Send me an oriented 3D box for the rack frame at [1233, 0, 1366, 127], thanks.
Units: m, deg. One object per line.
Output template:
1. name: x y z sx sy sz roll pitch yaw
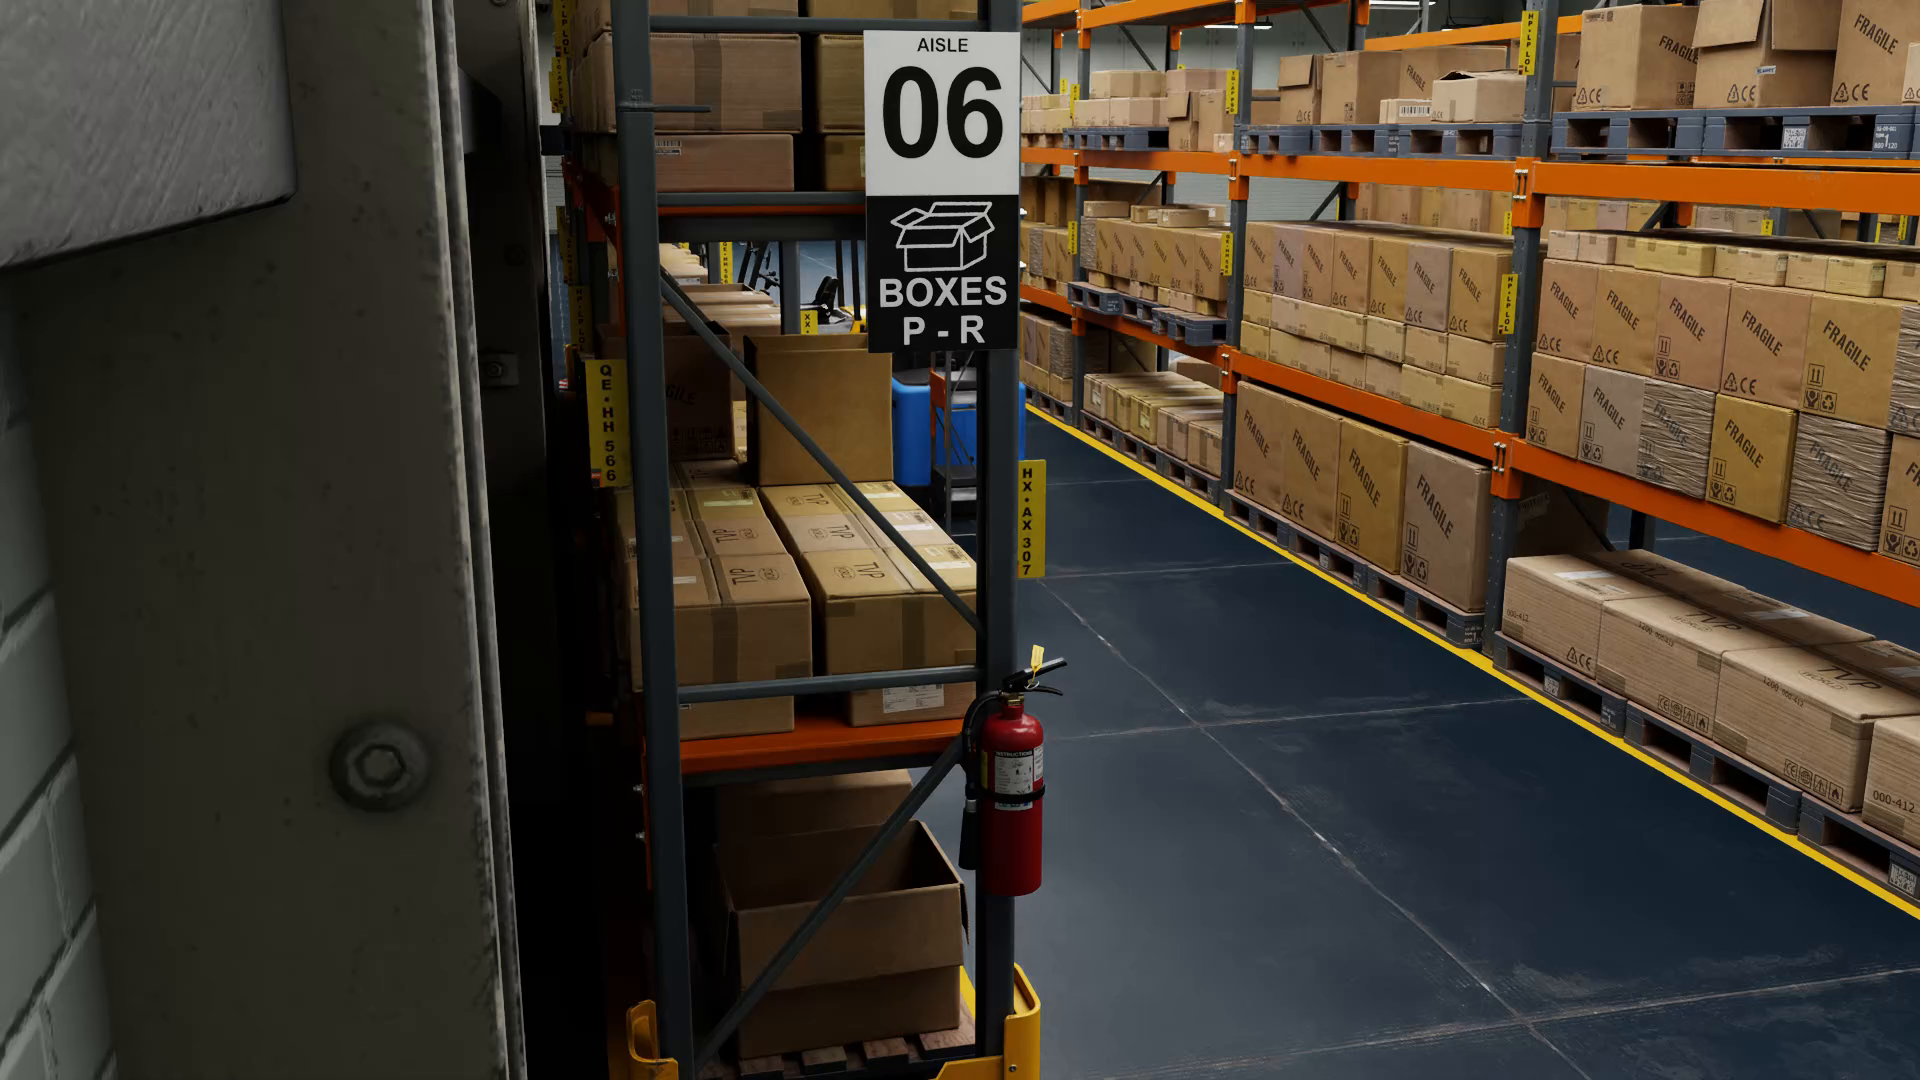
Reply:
1. rack frame: 2.601 -4.642 12.466 1.000 3.000 0.127 -3 14 -13

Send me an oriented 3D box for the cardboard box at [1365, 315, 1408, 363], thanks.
1. cardboard box: 2.948 -1.297 10.678 0.500 0.250 0.500 -3 14 -12

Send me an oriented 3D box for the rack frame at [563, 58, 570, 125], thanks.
1. rack frame: -3.163 -5.287 15.107 1.000 3.000 0.127 -3 14 -13

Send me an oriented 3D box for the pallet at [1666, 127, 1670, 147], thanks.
1. pallet: 6.920 -3.796 15.720 1.003 0.211 1.213 -3 14 -11

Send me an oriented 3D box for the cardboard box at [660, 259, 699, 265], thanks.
1. cardboard box: -2.325 -2.201 13.537 0.380 0.149 0.250 -3 14 -12

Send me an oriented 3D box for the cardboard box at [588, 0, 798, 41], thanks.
1. cardboard box: -0.720 -1.463 4.411 0.500 0.250 0.500 -4 14 -15

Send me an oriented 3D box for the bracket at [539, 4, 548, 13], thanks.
1. bracket: -11.418 -14.592 45.610 0.235 0.232 0.430 -3 14 -13

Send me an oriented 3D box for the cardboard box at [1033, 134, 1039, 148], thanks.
1. cardboard box: 1.020 -4.403 18.338 0.380 0.149 0.250 -3 14 -14

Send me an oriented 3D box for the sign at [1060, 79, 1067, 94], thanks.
1. sign: 1.266 -5.487 20.378 0.100 0.325 0.005 -3 14 -13

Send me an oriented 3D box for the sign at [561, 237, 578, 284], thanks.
1. sign: -2.762 -1.981 11.775 0.100 0.325 0.005 -3 14 -13

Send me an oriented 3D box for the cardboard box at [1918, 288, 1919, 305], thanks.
1. cardboard box: 3.956 -0.975 6.415 0.380 0.149 0.250 -3 14 -12

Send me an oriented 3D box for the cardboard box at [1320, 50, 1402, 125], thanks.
1. cardboard box: 3.018 -3.219 11.869 0.700 0.500 0.500 -4 14 -16

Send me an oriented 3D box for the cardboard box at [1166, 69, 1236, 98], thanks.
1. cardboard box: 2.182 -4.121 15.031 0.500 0.250 0.500 -3 14 -12

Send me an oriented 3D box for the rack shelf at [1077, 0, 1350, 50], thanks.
1. rack shelf: 2.131 -4.559 14.487 1.077 0.370 4.000 -3 14 -13

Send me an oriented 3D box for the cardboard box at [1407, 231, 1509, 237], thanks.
1. cardboard box: 3.327 -1.807 11.186 0.500 0.500 0.500 -4 14 -14

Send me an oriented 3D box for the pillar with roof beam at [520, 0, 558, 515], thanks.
1. pillar with roof beam: 0.779 -4.855 13.337 9.100 9.000 0.400 -3 14 -13

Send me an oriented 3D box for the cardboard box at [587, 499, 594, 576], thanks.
1. cardboard box: -2.043 0.028 10.376 0.500 0.500 0.500 -4 14 -15

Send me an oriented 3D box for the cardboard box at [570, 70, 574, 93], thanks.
1. cardboard box: -2.315 -2.955 10.732 0.380 0.149 0.250 -3 14 -13

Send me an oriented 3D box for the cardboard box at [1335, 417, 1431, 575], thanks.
1. cardboard box: 3.097 -0.323 11.021 0.875 0.875 0.875 -3 14 -12

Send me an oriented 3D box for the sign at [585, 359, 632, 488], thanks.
1. sign: -0.888 -0.294 4.205 0.100 0.325 0.005 -3 14 -13

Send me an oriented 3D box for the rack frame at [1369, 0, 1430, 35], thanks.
1. rack frame: 5.510 -6.787 21.245 1.000 3.000 0.127 -3 14 -13

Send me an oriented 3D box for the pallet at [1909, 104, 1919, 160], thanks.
1. pallet: 4.295 -1.467 5.976 1.003 0.211 1.213 -3 14 -13

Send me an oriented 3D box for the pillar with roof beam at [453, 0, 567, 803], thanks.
1. pillar with roof beam: 2.188 -3.471 7.672 9.100 9.000 0.400 -3 14 -13

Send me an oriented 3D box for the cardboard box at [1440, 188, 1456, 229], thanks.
1. cardboard box: 6.161 -3.887 19.424 0.875 0.550 0.550 -3 14 -13

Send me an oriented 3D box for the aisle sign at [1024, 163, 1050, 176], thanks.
1. aisle sign: 0.989 -4.866 20.548 0.394 0.787 0.004 -3 14 -13

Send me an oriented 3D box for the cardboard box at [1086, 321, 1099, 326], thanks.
1. cardboard box: 1.648 -2.157 18.264 0.500 0.500 0.500 -3 14 -11

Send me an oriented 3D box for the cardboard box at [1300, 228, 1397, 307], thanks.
1. cardboard box: 2.711 -1.900 11.567 0.500 0.500 0.500 -3 14 -12

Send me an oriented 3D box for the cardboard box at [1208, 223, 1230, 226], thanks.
1. cardboard box: 2.350 -2.599 15.023 0.500 0.500 0.500 -4 14 -15

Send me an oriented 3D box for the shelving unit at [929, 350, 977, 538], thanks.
1. shelving unit: 0.039 -0.982 12.022 0.431 2.100 0.503 -3 14 -13

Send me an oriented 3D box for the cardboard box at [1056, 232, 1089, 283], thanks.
1. cardboard box: 1.315 -2.932 17.270 0.500 0.500 0.500 -4 14 -15

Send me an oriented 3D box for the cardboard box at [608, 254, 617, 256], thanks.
1. cardboard box: -3.040 -2.346 14.133 0.380 0.149 0.250 -3 14 -14

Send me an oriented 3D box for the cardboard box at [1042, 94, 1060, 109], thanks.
1. cardboard box: 1.077 -4.607 17.493 0.380 0.149 0.250 -3 14 -12

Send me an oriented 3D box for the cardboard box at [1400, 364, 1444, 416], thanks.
1. cardboard box: 3.071 -0.939 10.266 0.500 0.250 0.500 -3 14 -14

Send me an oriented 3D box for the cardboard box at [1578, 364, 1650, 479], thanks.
1. cardboard box: 3.510 -0.614 8.410 0.500 0.500 0.500 -3 14 -13

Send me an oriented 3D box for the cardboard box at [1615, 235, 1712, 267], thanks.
1. cardboard box: 3.539 -1.452 8.366 0.380 0.149 0.250 -3 14 -14

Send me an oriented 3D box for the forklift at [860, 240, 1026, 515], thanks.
1. forklift: -0.293 -1.909 14.066 1.130 2.935 3.031 -3 14 -12

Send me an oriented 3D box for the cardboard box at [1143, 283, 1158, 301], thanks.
1. cardboard box: 1.854 -2.225 14.859 0.380 0.149 0.250 -4 14 -15

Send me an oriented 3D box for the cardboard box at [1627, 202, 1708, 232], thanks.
1. cardboard box: 6.930 -3.018 16.142 0.700 0.500 0.500 -3 14 -14

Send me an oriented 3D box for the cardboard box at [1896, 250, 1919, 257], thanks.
1. cardboard box: 4.342 -1.189 7.289 0.380 0.149 0.250 -4 14 -15

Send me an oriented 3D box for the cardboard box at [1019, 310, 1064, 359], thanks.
1. cardboard box: 0.886 -2.362 19.104 0.500 0.500 0.500 -3 14 -12

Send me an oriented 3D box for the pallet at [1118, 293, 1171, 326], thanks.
1. pallet: 2.096 -2.089 15.060 1.003 0.211 1.213 -3 14 -13

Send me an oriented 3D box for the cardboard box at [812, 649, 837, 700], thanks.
1. cardboard box: -0.259 0.370 5.120 0.380 0.149 0.250 -3 14 -12

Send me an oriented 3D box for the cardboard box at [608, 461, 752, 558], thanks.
1. cardboard box: -1.064 -0.122 6.294 0.500 0.250 0.500 -3 14 -13

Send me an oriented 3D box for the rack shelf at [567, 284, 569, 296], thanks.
1. rack shelf: -3.632 -2.485 17.793 1.077 0.370 4.000 -3 14 -13

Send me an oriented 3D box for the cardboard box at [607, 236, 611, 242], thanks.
1. cardboard box: -3.531 -2.938 15.927 0.380 0.149 0.250 -3 14 -13

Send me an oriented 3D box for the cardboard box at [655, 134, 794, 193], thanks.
1. cardboard box: -0.644 -1.000 4.411 0.380 0.149 0.250 -3 14 -12

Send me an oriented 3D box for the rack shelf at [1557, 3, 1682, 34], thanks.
1. rack shelf: 6.919 -4.859 15.712 1.077 0.370 4.000 -3 14 -13

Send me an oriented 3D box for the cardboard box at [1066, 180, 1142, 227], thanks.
1. cardboard box: 1.579 -3.679 18.221 0.700 0.500 0.500 -4 14 -14

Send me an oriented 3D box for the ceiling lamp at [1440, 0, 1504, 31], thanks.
1. ceiling lamp: 14.845 -16.343 48.062 2.000 3.185 0.800 -3 14 -13

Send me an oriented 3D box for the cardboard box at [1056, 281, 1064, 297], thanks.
1. cardboard box: 1.224 -2.643 17.453 0.380 0.149 0.250 -3 14 -12

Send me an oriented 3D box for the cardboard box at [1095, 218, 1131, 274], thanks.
1. cardboard box: 1.611 -2.808 15.877 0.500 0.500 0.500 -3 14 -13

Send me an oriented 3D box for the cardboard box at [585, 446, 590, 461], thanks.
1. cardboard box: -2.367 -0.554 11.391 0.380 0.149 0.250 -3 14 -11

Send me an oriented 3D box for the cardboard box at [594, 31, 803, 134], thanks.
1. cardboard box: -0.713 -1.221 4.472 0.500 0.250 0.500 -4 14 -14

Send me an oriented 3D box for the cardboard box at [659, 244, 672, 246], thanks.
1. cardboard box: -2.866 -2.670 15.458 0.380 0.149 0.250 -3 14 -11

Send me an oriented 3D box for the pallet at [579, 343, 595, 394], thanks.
1. pallet: -1.996 -1.204 11.441 1.213 0.211 1.003 -3 14 -13

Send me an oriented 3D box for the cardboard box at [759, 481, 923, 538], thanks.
1. cardboard box: -0.430 -0.029 5.914 0.500 0.250 0.500 -4 14 -14
